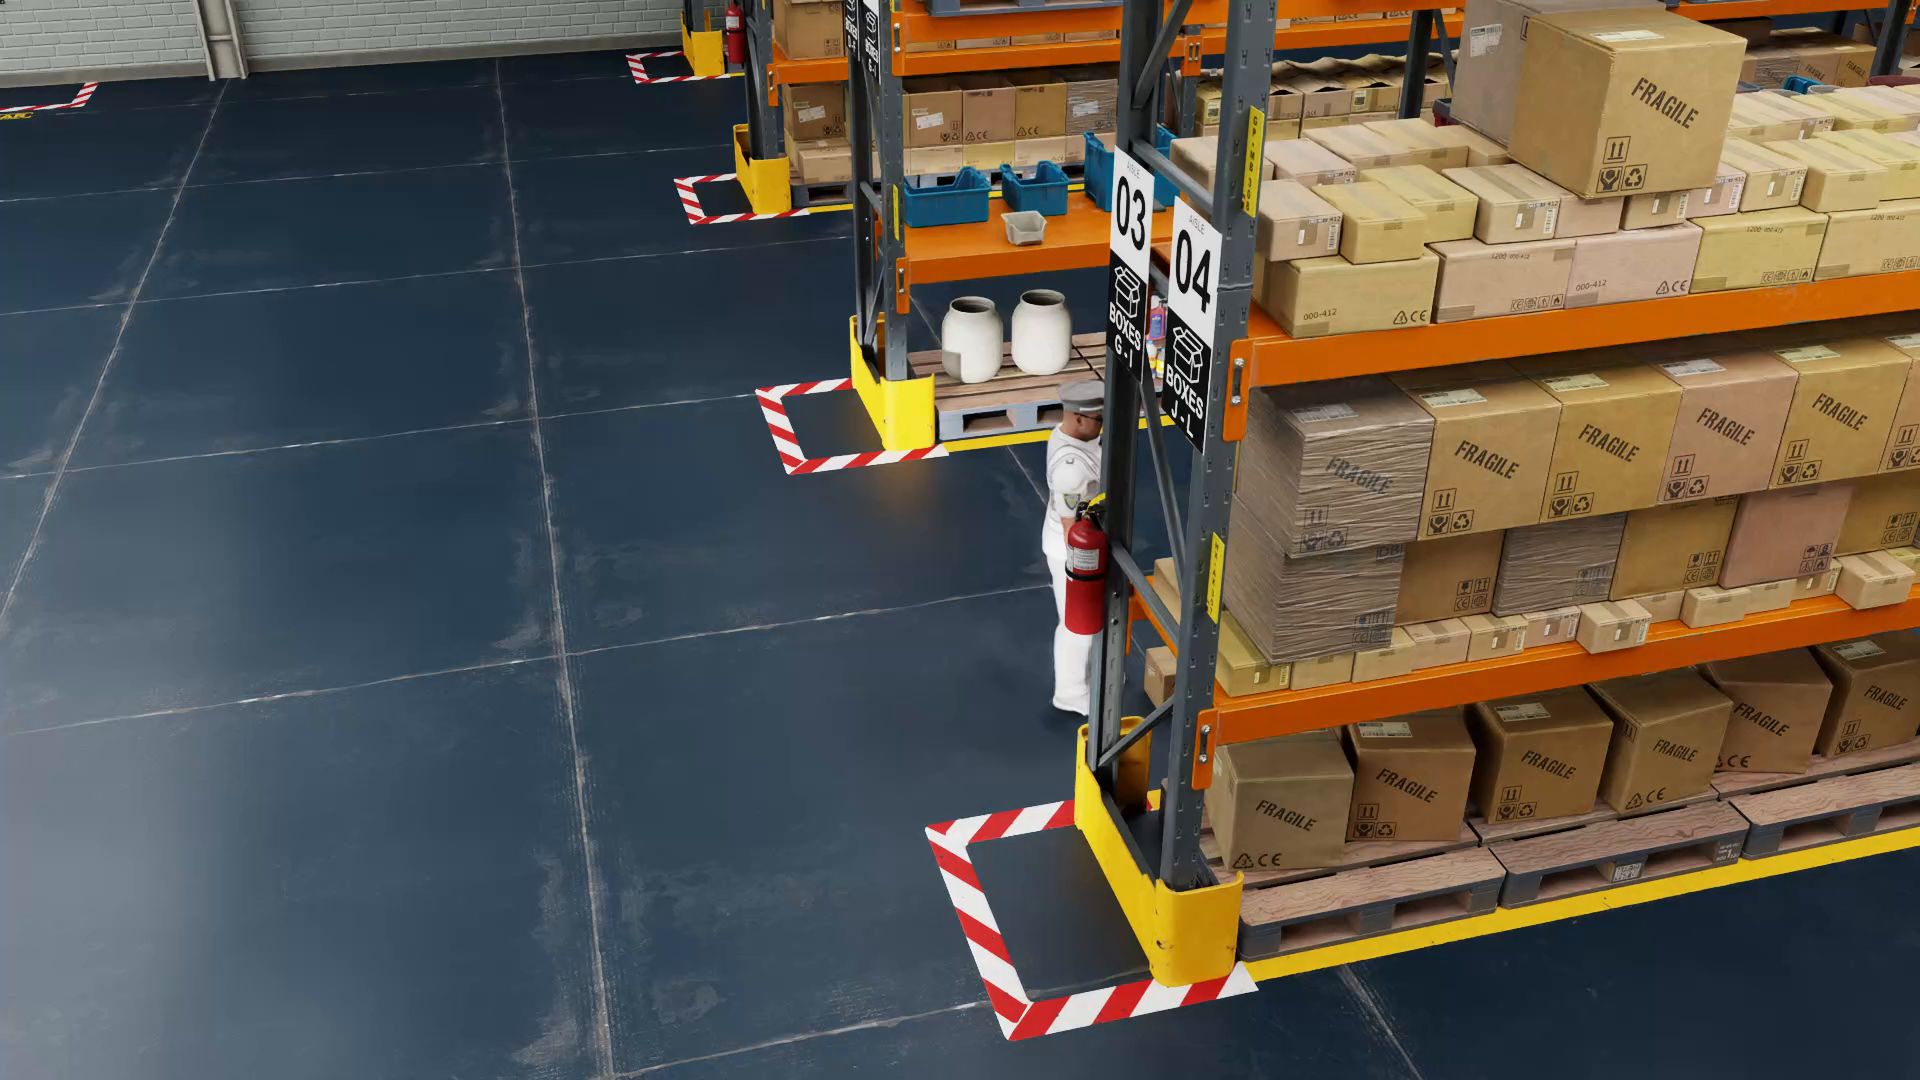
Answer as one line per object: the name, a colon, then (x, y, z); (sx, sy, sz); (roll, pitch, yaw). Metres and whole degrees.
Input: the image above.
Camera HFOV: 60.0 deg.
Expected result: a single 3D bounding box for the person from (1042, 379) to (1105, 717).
person: (0.619, 0.039, 8.157); (0.434, 1.758, 0.543); (2, 30, 4)
